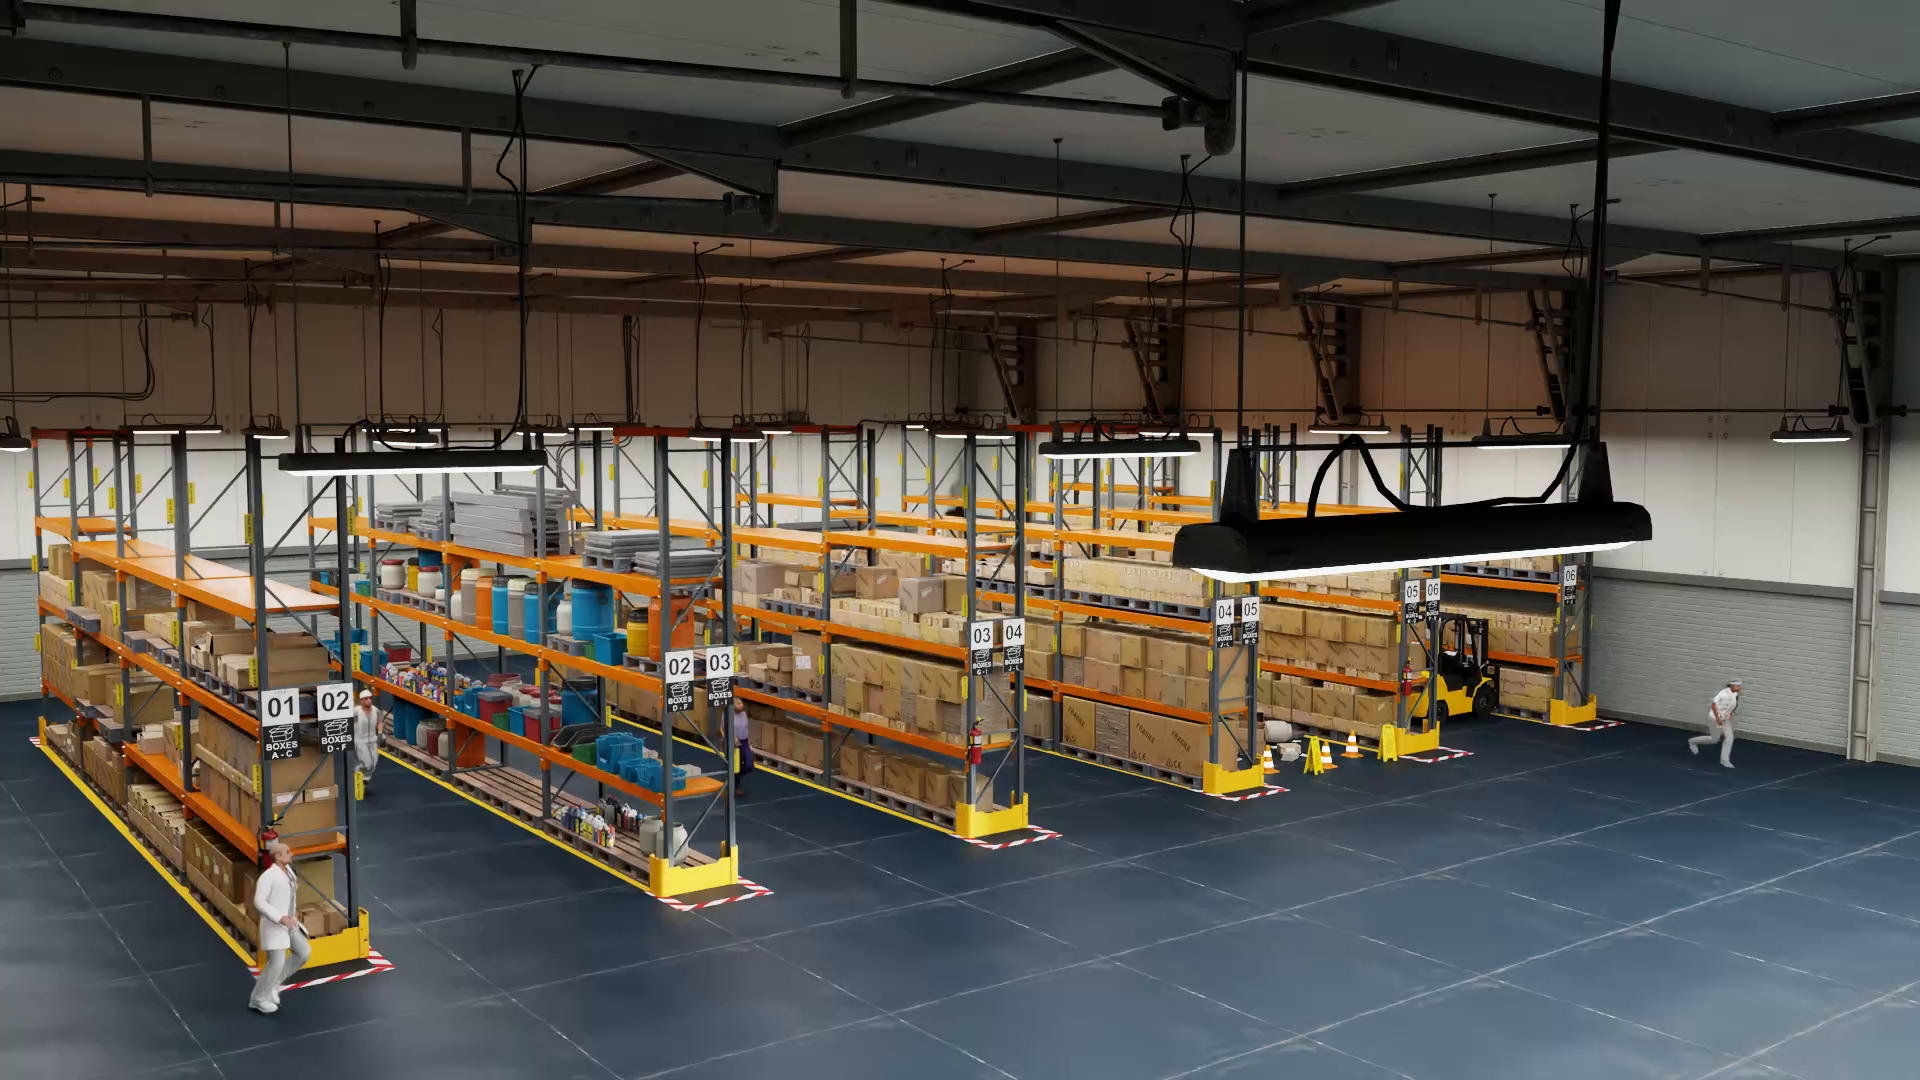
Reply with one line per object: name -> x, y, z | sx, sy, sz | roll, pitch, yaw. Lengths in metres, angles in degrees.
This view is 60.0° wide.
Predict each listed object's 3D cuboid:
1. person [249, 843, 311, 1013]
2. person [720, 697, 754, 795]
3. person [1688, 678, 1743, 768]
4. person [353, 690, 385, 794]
person -> -7.208, 4.082, 17.691 | 0.572, 1.715, 0.773 | 1, 5, 7
person -> -3.672, 3.386, 27.345 | 0.609, 1.612, 0.548 | -4, 6, -44
person -> 13.529, 3.227, 29.711 | 0.583, 1.631, 0.852 | -4, 6, -44
person -> -9.737, 3.323, 27.257 | 0.633, 1.732, 0.670 | 4, 6, 42
